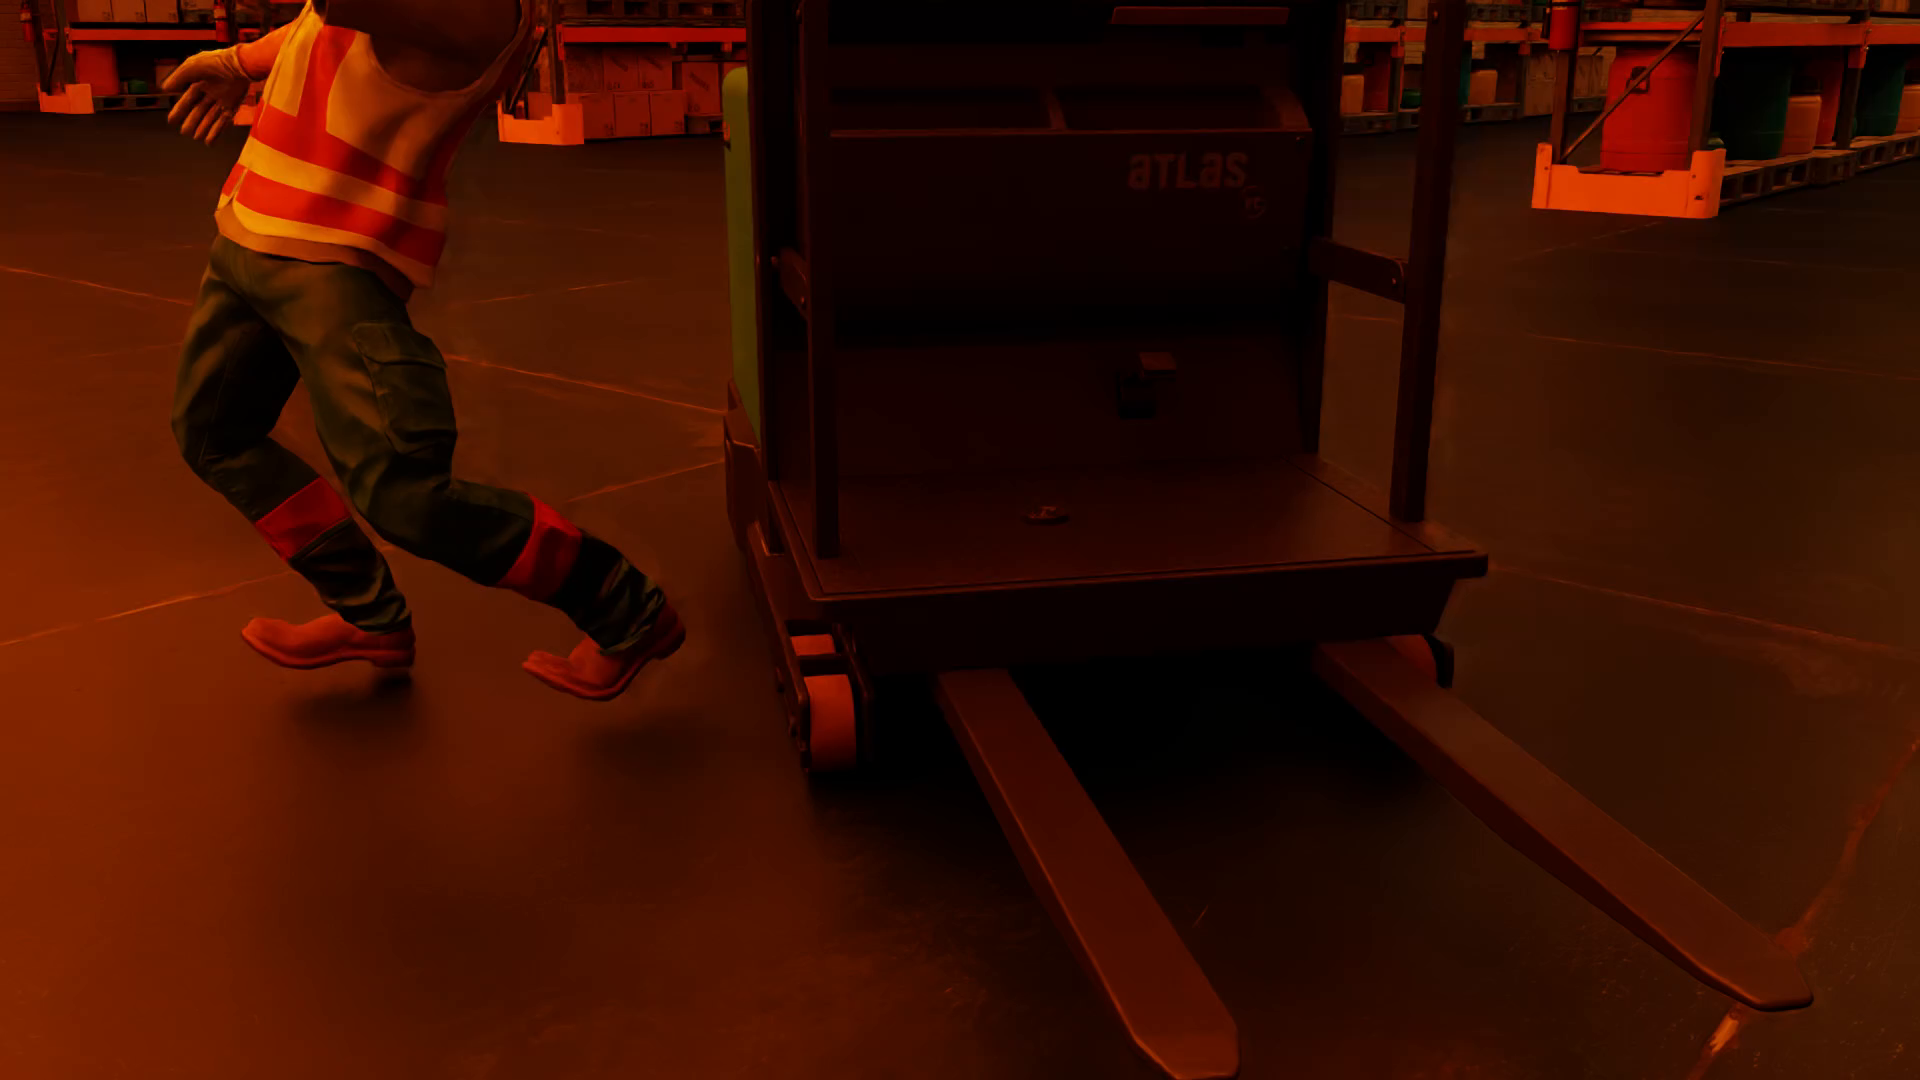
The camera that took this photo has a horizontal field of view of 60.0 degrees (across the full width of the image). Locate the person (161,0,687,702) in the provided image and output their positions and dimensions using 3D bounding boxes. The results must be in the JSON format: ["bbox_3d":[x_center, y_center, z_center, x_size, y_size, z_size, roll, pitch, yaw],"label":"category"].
[{"bbox_3d":[-1.070,-0.485,2.827,0.775,1.532,1.044,-13,21,-37],"label":"person"}]

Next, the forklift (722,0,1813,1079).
[{"bbox_3d":[0.217,-1.140,2.650,1.130,2.935,3.031,-3,17,-11],"label":"forklift"}]
